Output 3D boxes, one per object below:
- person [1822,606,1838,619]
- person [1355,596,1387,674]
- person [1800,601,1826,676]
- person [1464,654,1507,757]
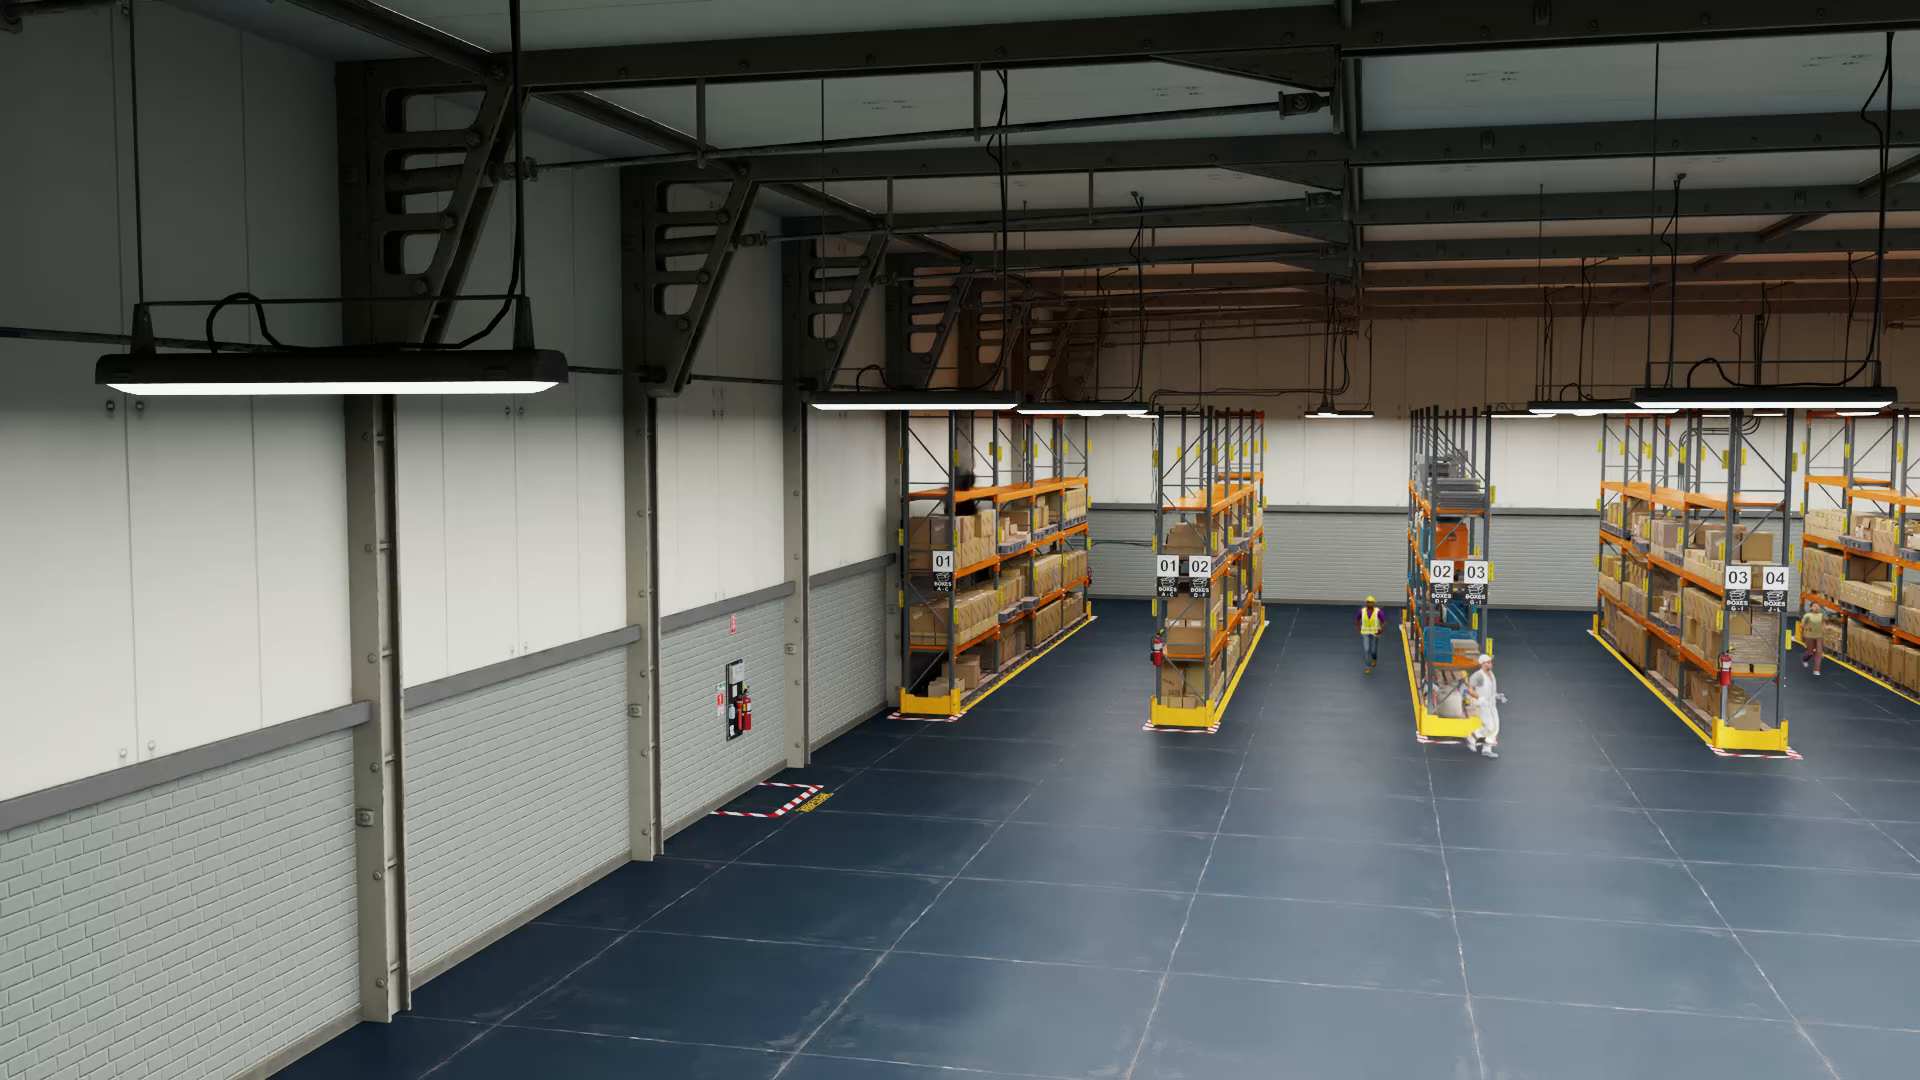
[{"bbox_3d":[23.253,1.666,44.354,1.059,1.722,0.719,1,4,17],"label":"person"},{"bbox_3d":[9.349,2.146,37.869,0.717,1.752,0.820,1,4,17],"label":"person"},{"bbox_3d":[19.230,2.200,37.431,0.580,1.645,0.912,1,4,9],"label":"person"},{"bbox_3d":[8.930,2.818,28.353,0.685,1.749,0.603,-3,5,-40],"label":"person"}]
